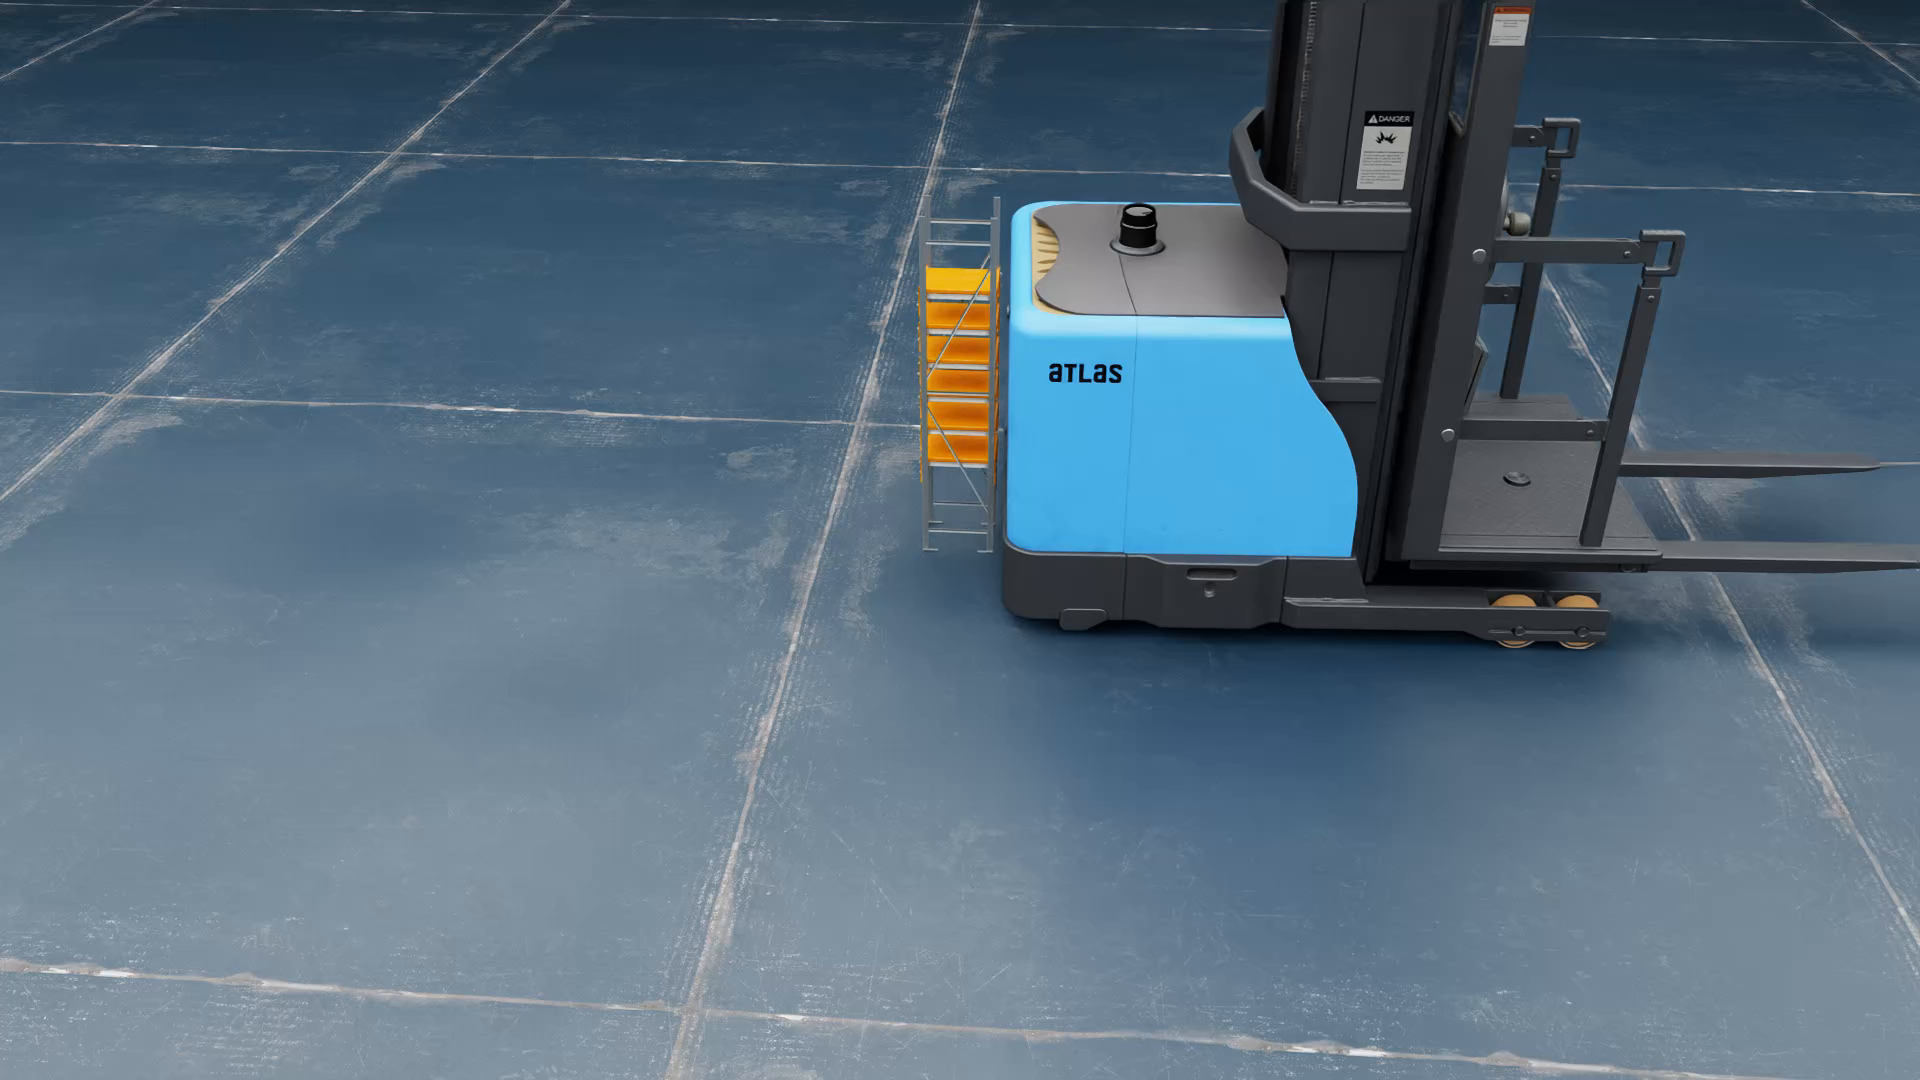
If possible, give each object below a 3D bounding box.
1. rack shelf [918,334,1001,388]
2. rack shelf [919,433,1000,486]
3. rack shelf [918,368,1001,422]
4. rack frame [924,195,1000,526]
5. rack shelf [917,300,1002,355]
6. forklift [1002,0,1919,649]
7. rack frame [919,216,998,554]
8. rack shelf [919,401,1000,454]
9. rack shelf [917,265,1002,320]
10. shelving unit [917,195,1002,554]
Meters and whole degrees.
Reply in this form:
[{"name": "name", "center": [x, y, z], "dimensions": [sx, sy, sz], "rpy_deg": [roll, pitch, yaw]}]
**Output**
[{"name": "rack shelf", "center": [0.000, -0.583, 5.408], "dimensions": [0.258, 0.103, 0.180], "rpy_deg": [2, 32, 3]}, {"name": "rack shelf", "center": [-0.001, -0.276, 5.597], "dimensions": [0.258, 0.103, 0.180], "rpy_deg": [2, 32, 3]}, {"name": "rack shelf", "center": [0.000, -0.481, 5.471], "dimensions": [0.258, 0.103, 0.180], "rpy_deg": [2, 32, 3]}, {"name": "rack frame", "center": [0.006, -0.566, 5.525], "dimensions": [0.240, 1.200, 0.006], "rpy_deg": [2, 32, 3]}, {"name": "rack shelf", "center": [0.000, -0.685, 5.345], "dimensions": [0.258, 0.103, 0.180], "rpy_deg": [2, 32, 3]}, {"name": "forklift", "center": [1.661, -1.192, 4.890], "dimensions": [3.031, 2.935, 1.130], "rpy_deg": [1, 32, 1]}, {"name": "rack frame", "center": [-0.007, -0.471, 5.370], "dimensions": [0.240, 1.200, 0.006], "rpy_deg": [2, 32, 3]}, {"name": "rack shelf", "center": [-0.001, -0.379, 5.534], "dimensions": [0.258, 0.103, 0.180], "rpy_deg": [2, 32, 3]}, {"name": "rack shelf", "center": [0.000, -0.787, 5.282], "dimensions": [0.258, 0.103, 0.180], "rpy_deg": [2, 32, 3]}, {"name": "shelving unit", "center": [0.000, -0.519, 5.447], "dimensions": [0.258, 1.200, 0.189], "rpy_deg": [2, 32, 3]}]
